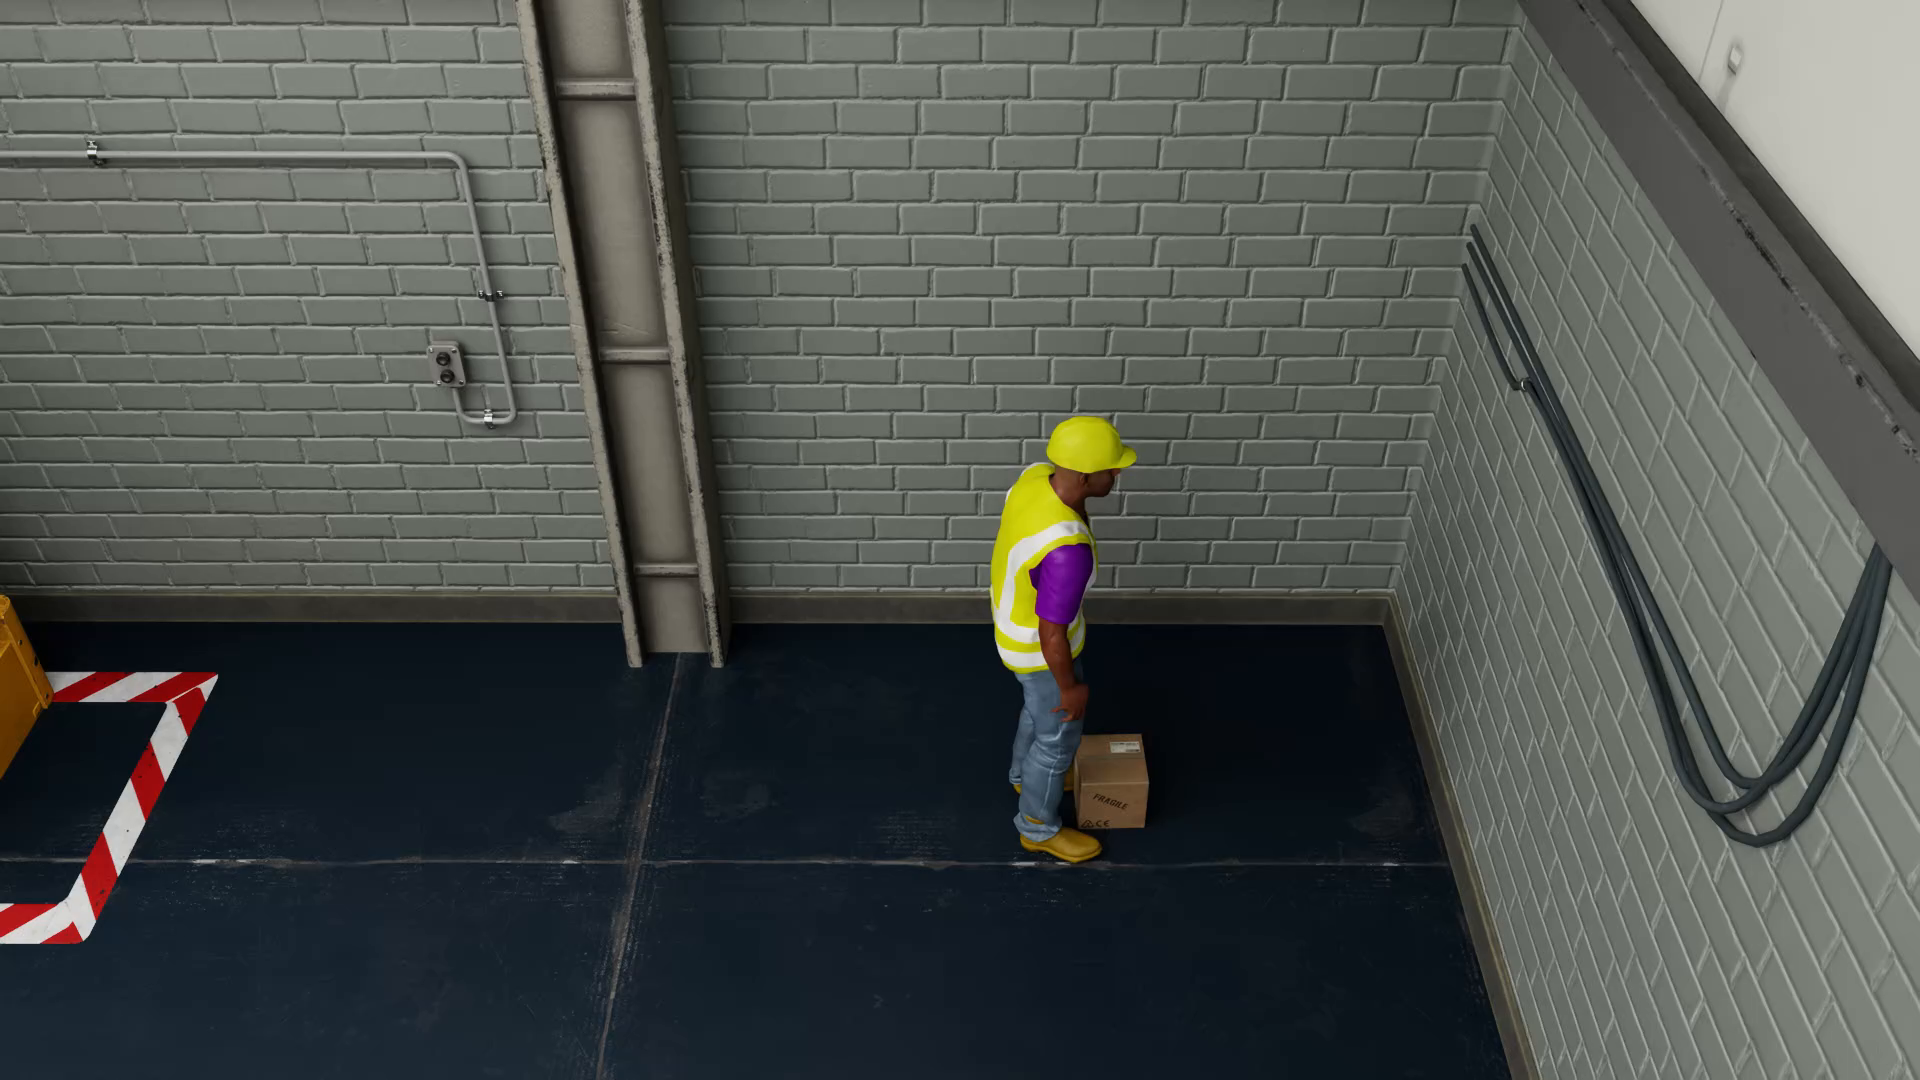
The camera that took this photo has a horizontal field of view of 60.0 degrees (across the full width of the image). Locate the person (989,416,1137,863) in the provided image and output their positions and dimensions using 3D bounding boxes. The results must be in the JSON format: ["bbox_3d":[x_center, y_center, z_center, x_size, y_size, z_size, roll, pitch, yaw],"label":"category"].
[{"bbox_3d":[0.336,0.324,5.750,0.461,1.755,0.633,-2,39,-3],"label":"person"}]
